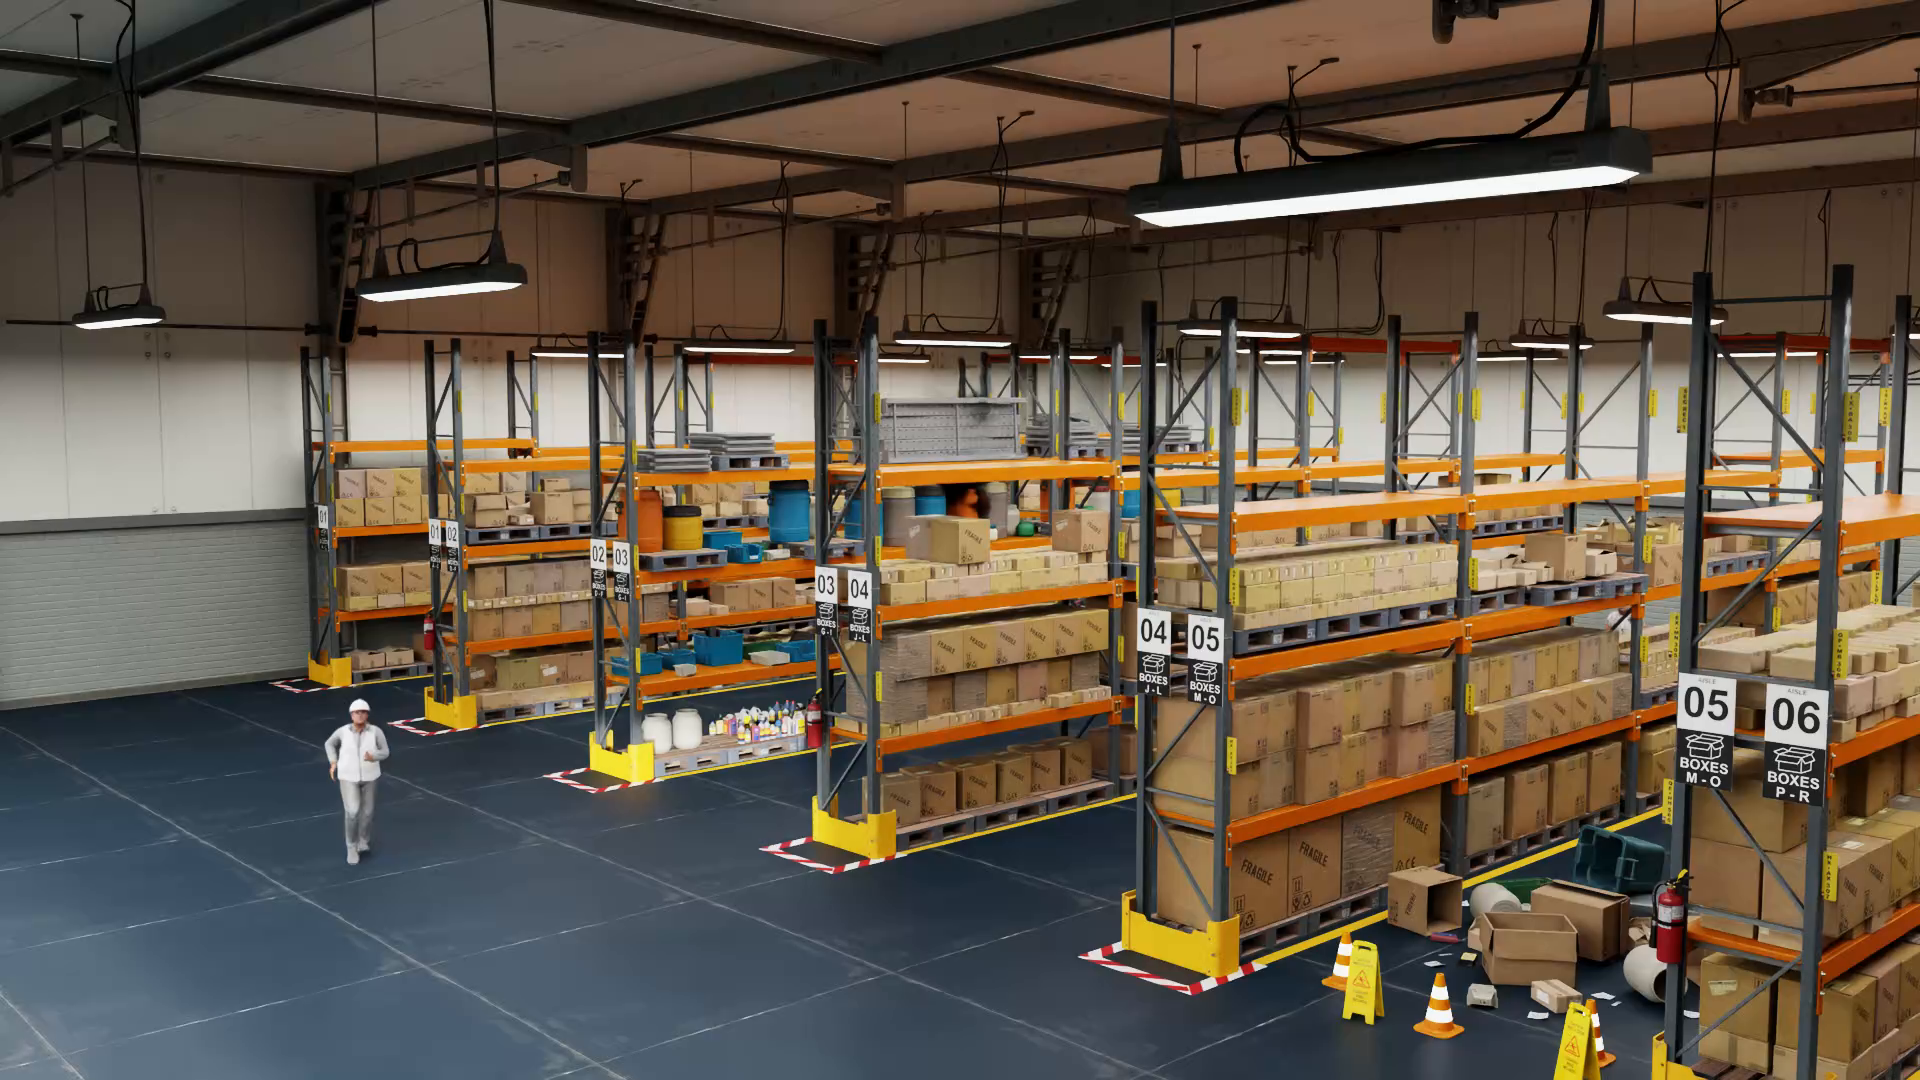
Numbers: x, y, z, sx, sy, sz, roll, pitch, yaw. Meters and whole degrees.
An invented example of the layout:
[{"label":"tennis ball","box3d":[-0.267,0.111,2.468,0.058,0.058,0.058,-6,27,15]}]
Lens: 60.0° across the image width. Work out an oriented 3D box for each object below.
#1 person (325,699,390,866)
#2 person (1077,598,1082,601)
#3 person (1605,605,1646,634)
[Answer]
[{"label":"person","box3d":[-6.649,2.665,18.414,0.638,1.815,0.699,-3,6,-27]},{"label":"person","box3d":[2.524,1.389,32.970,0.676,1.831,0.787,4,7,42]},{"label":"person","box3d":[11.287,1.825,28.242,0.655,1.794,0.687,2,6,24]}]
